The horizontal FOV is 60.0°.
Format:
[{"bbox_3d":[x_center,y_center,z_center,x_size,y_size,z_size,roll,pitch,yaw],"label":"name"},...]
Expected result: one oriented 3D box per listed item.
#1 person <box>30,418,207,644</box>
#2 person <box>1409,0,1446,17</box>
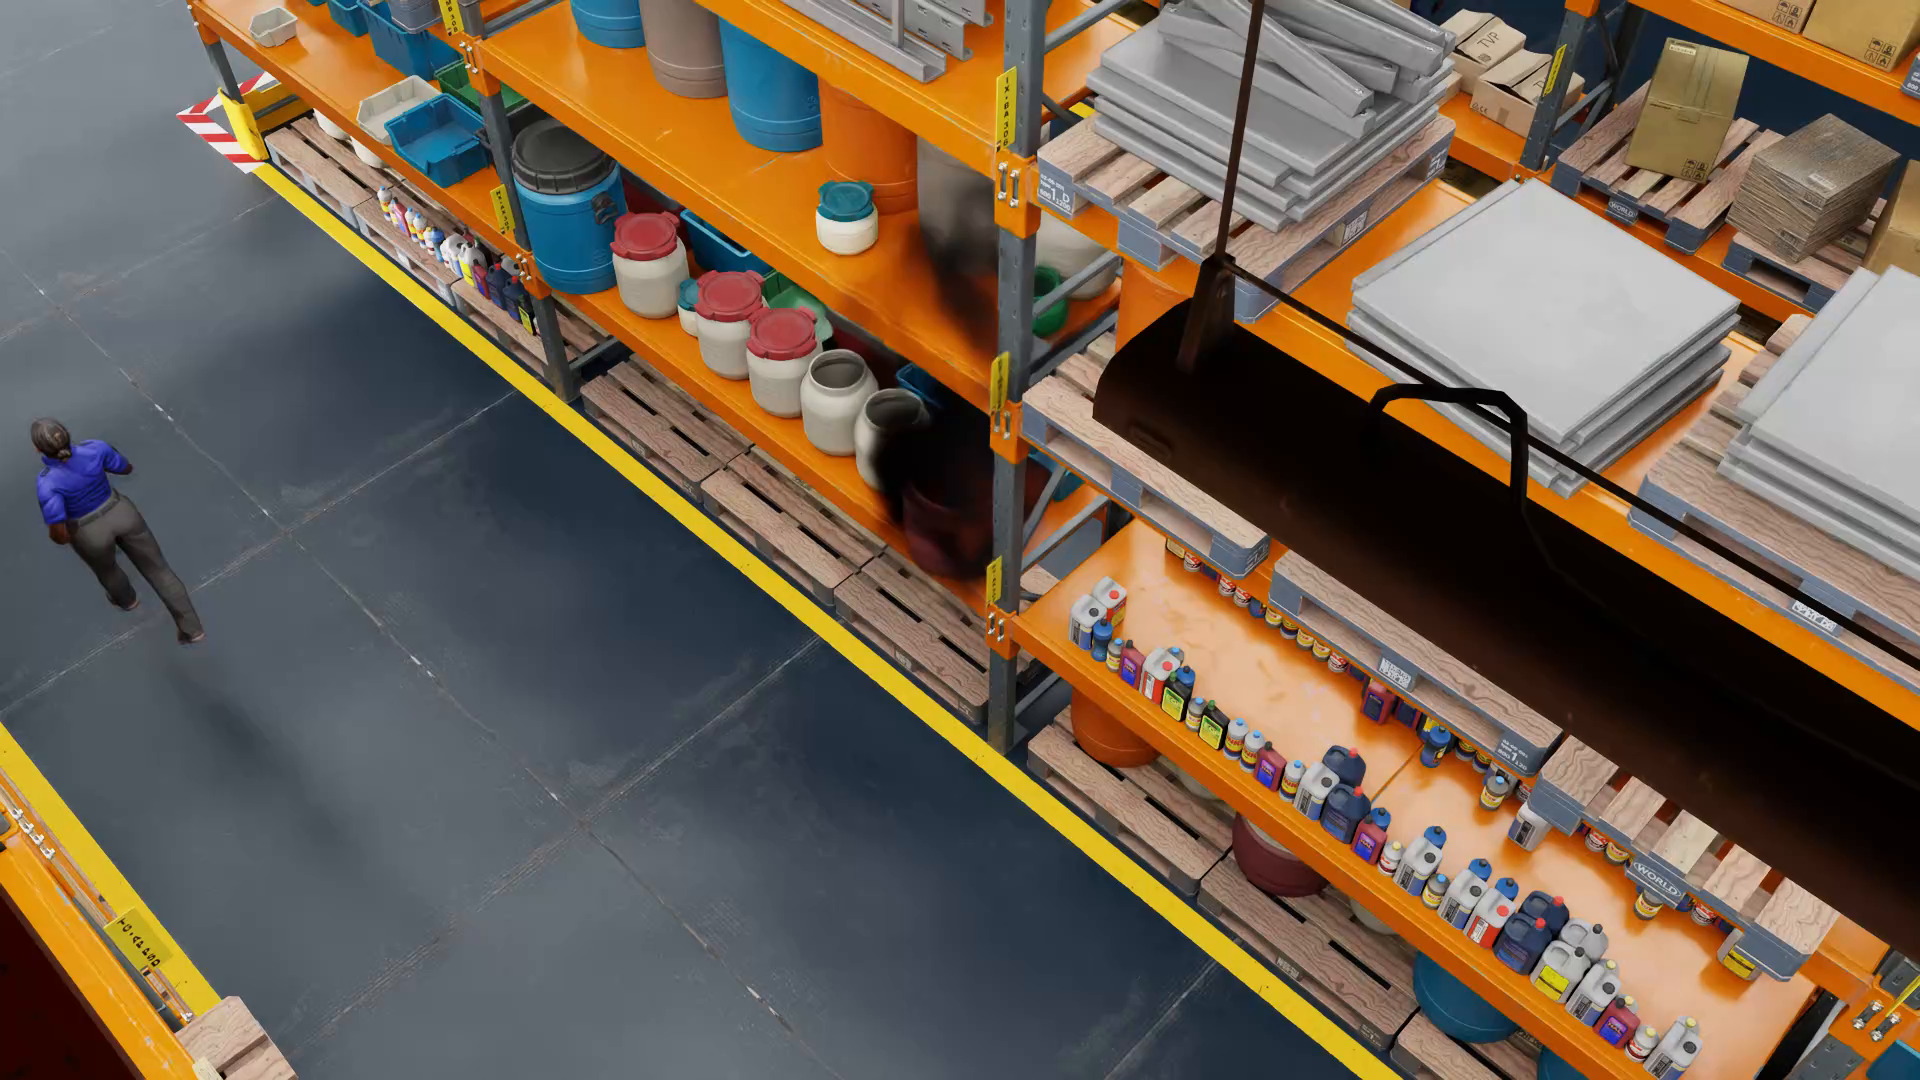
[{"bbox_3d":[-4.607,-0.055,8.957,0.842,1.708,0.575,33,58,25],"label":"person"},{"bbox_3d":[3.778,-4.853,13.430,0.585,1.598,0.594,23,54,18],"label":"person"}]
